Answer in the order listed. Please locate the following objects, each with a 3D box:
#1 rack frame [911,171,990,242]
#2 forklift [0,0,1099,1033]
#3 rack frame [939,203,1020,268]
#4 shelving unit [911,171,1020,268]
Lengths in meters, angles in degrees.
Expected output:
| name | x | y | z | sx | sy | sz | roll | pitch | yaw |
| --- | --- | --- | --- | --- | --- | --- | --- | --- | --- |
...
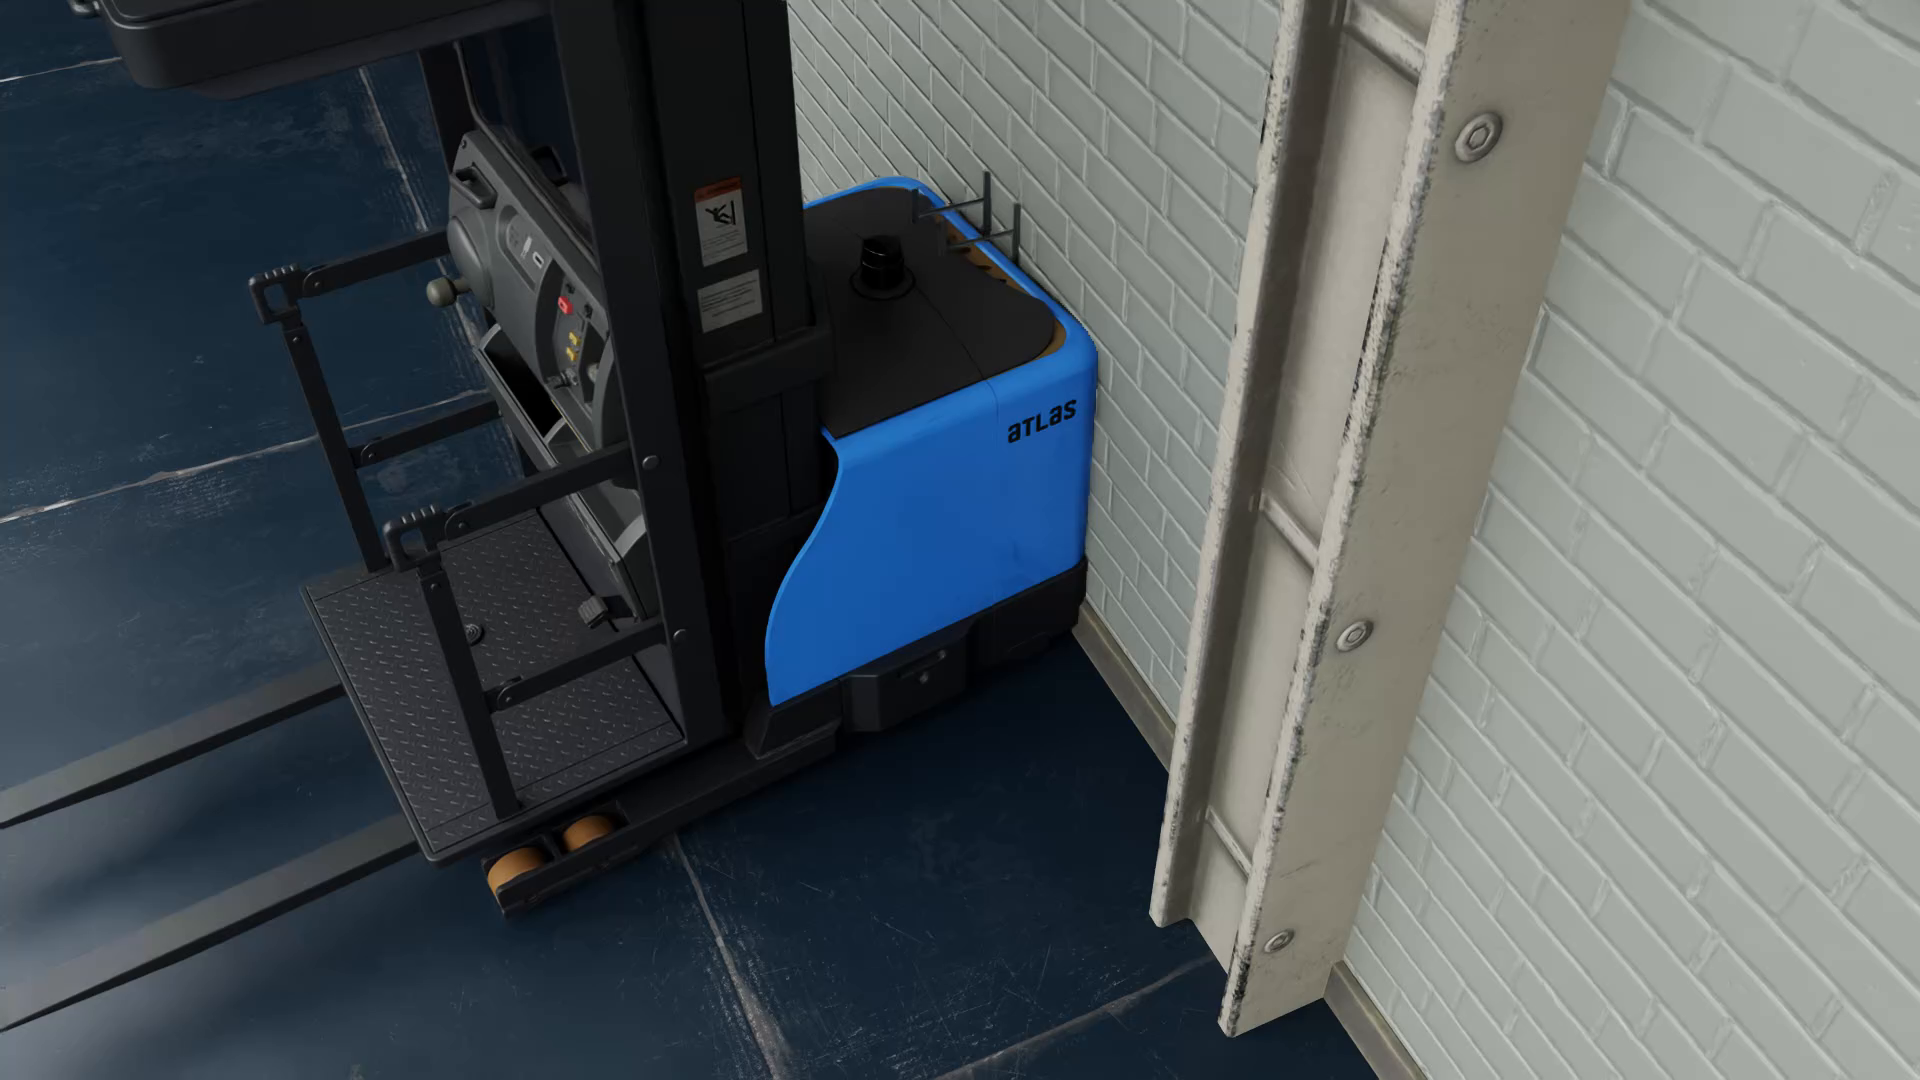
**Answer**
| name | x | y | z | sx | sy | sz | roll | pitch | yaw |
| --- | --- | --- | --- | --- | --- | --- | --- | --- | --- |
| rack frame | -0.028 | -0.530 | 4.922 | 0.240 | 1.200 | 0.006 | -17 | 45 | -19 |
| forklift | -1.148 | -0.518 | 3.688 | 3.031 | 2.935 | 1.130 | -24 | 49 | -22 |
| rack frame | 0.050 | -0.419 | 4.799 | 0.240 | 1.200 | 0.006 | -17 | 45 | -19 |
| shelving unit | 0.011 | -0.475 | 4.861 | 0.258 | 1.200 | 0.189 | -17 | 45 | -19 |
